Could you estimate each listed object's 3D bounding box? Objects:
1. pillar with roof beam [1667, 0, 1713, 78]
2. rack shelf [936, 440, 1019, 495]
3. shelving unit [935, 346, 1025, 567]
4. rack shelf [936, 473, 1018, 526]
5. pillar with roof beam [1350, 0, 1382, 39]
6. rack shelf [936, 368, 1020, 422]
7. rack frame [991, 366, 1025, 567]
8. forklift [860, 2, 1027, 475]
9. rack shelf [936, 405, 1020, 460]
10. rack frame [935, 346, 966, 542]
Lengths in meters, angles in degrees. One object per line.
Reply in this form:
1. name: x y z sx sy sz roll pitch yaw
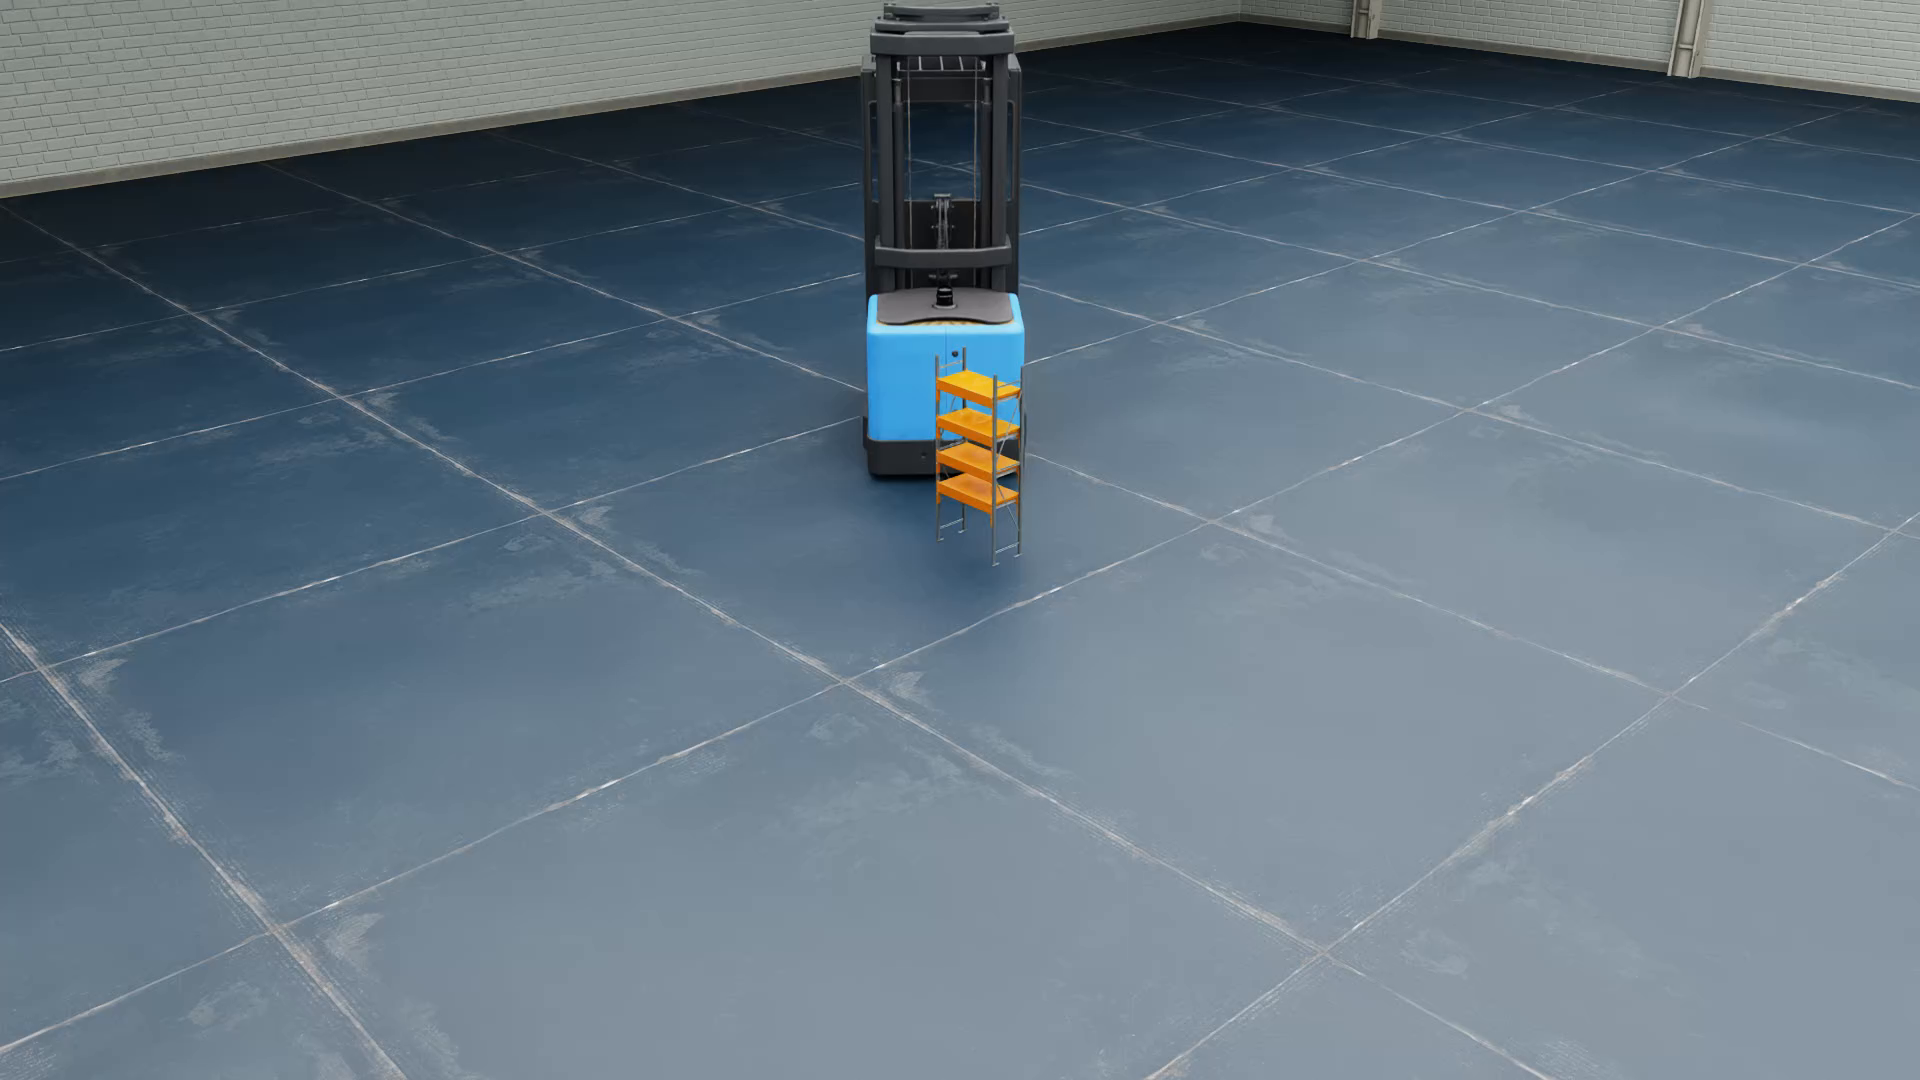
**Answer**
1. pillar with roof beam: 8.346 -10.245 21.866 9.100 9.000 0.400 -21 32 -38
2. rack shelf: 0.113 -0.435 9.919 0.258 0.148 0.480 -21 32 -38
3. shelving unit: 0.113 -0.496 9.891 0.258 1.200 0.503 -21 32 -38
4. rack shelf: 0.113 -0.254 10.001 0.258 0.148 0.480 -21 32 -38
5. pillar with roof beam: 4.245 -12.063 25.851 9.100 9.000 0.400 -21 32 -38
6. rack shelf: 0.113 -0.853 9.728 0.258 0.148 0.480 -21 32 -38
7. rack frame: 0.280 -0.422 9.729 0.240 1.200 0.015 -21 32 -38
8. forklift: -0.135 -2.334 11.834 1.130 2.935 3.031 -1 25 -2
9. rack shelf: 0.113 -0.638 9.826 0.258 0.148 0.480 -21 32 -38
10. rack frame: -0.054 -0.570 10.053 0.240 1.200 0.015 -21 32 -38
